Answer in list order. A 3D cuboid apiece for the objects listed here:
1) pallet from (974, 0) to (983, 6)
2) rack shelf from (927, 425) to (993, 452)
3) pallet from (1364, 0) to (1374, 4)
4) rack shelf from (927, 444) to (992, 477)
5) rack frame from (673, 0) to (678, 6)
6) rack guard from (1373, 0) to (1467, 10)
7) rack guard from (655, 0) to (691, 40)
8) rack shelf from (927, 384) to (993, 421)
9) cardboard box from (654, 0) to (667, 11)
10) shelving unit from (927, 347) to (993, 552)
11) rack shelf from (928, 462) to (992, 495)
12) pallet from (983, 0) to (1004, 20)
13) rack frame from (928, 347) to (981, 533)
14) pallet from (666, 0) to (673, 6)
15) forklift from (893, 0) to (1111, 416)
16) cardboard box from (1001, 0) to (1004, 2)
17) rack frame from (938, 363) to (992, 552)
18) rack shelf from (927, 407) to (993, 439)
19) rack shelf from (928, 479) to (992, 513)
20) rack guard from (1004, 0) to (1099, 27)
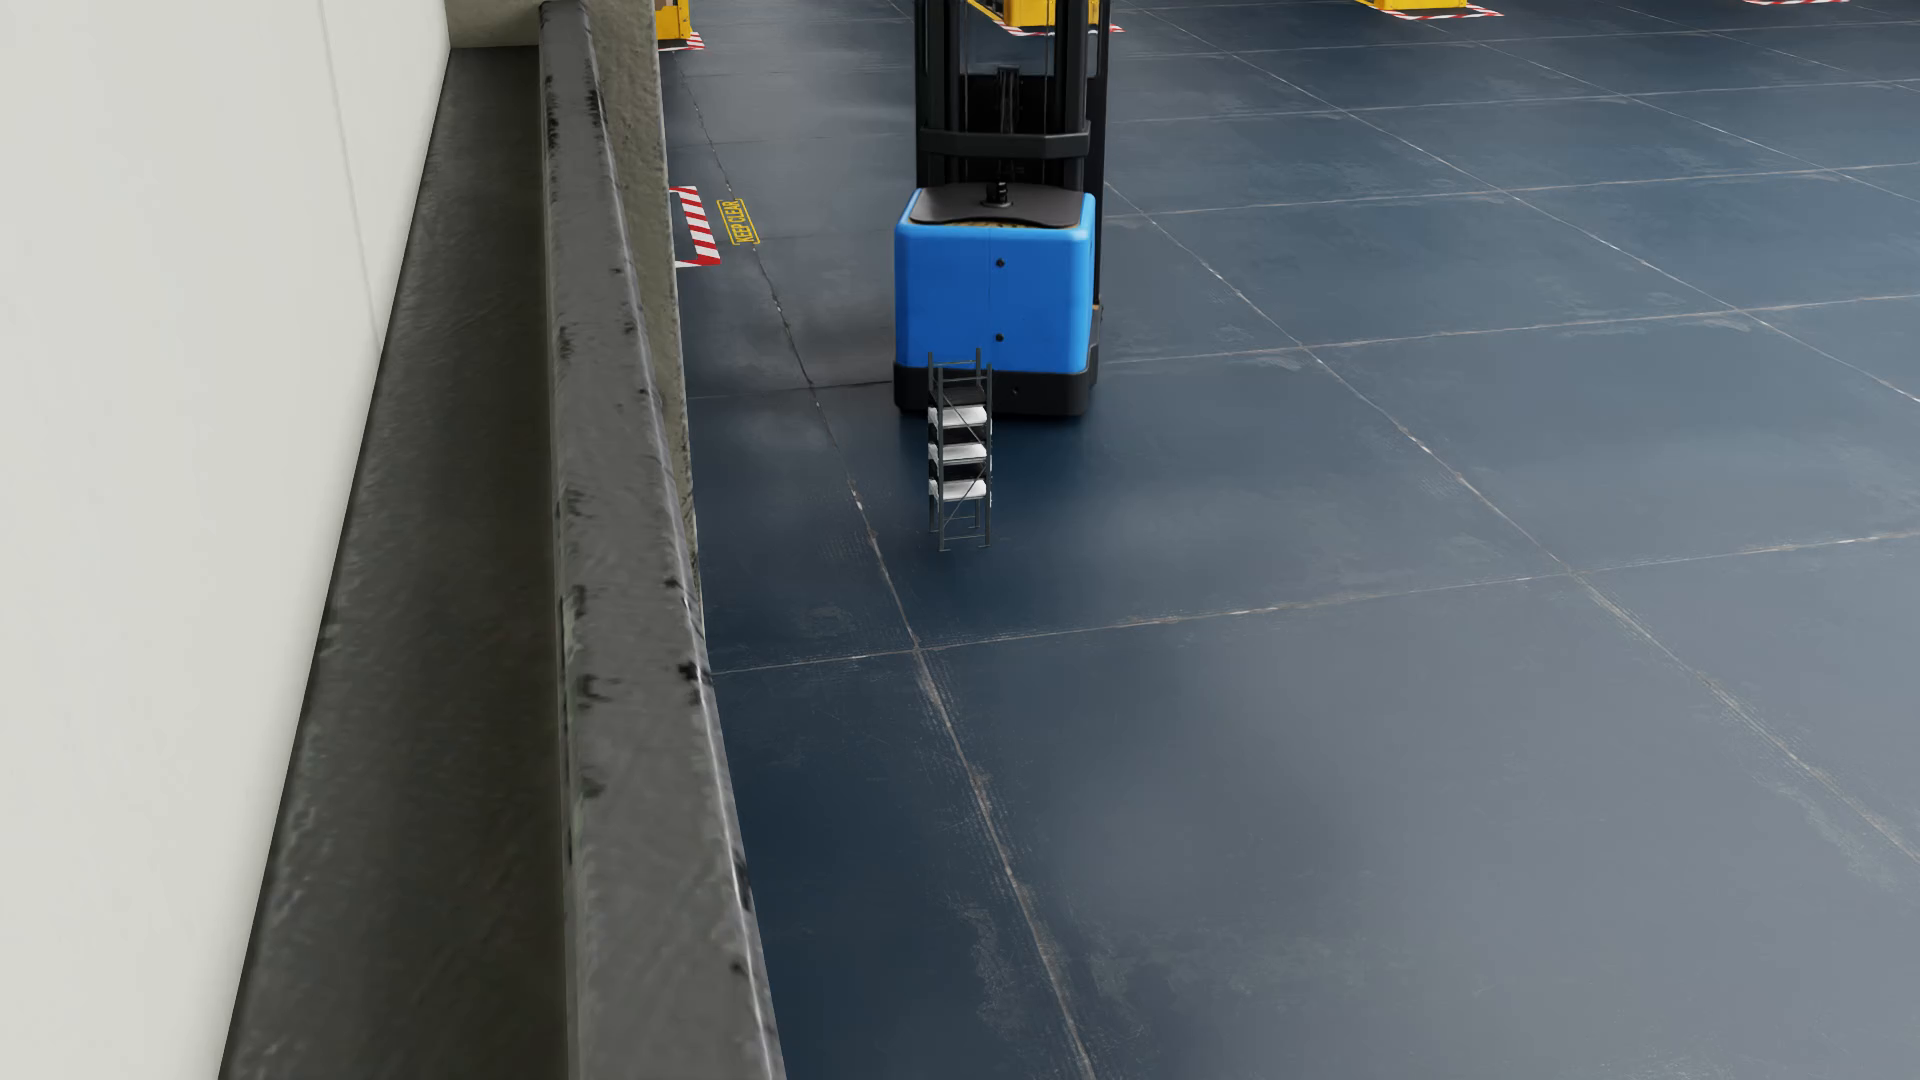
[{"bbox_3d":[0.635,-7.258,21.895,1.003,0.211,1.213,-6,27,-12],"label":"pallet"},{"bbox_3d":[-0.002,-0.456,7.529,0.258,0.077,0.200,-6,27,-12],"label":"rack shelf"},{"bbox_3d":[5.706,-7.279,21.937,1.003,0.211,1.213,-6,27,-12],"label":"pallet"},{"bbox_3d":[-0.002,-0.376,7.569,0.258,0.077,0.200,-6,27,-12],"label":"rack shelf"},{"bbox_3d":[-3.706,-7.132,18.551,1.000,3.000,0.127,-6,27,-12],"label":"rack frame"},{"bbox_3d":[5.884,-7.051,21.164,1.175,0.500,0.348,-6,27,-12],"label":"rack guard"},{"bbox_3d":[-3.723,-6.049,19.181,1.175,0.500,0.348,-6,27,-12],"label":"rack guard"},{"bbox_3d":[-0.002,-0.617,7.448,0.258,0.077,0.200,-6,27,-12],"label":"rack shelf"},{"bbox_3d":[-3.774,-6.441,19.678,0.500,0.311,0.500,-9,28,-17],"label":"cardboard box"},{"bbox_3d":[-0.002,-0.405,7.554,0.258,0.900,0.210,-6,27,-12],"label":"shelving unit"},{"bbox_3d":[-0.002,-0.295,7.610,0.258,0.077,0.200,-6,27,-12],"label":"rack shelf"},{"bbox_3d":[0.907,-6.723,20.836,1.003,0.211,1.213,-6,27,-12],"label":"pallet"},{"bbox_3d":[-0.025,-0.450,7.643,0.240,0.900,0.006,-6,27,-12],"label":"rack frame"},{"bbox_3d":[-3.871,-6.281,19.959,1.003,0.211,1.213,-6,27,-12],"label":"pallet"},{"bbox_3d":[0.317,-2.606,9.660,1.130,2.935,3.031,3,27,6],"label":"forklift"},{"bbox_3d":[0.711,-6.802,20.483,0.500,0.250,0.500,-6,27,-12],"label":"cardboard box"},{"bbox_3d":[0.021,-0.361,7.466,0.240,0.900,0.006,-6,27,-12],"label":"rack frame"},{"bbox_3d":[-0.002,-0.536,7.488,0.258,0.077,0.200,-6,27,-12],"label":"rack shelf"},{"bbox_3d":[-0.002,-0.215,7.650,0.258,0.077,0.200,-6,27,-12],"label":"rack shelf"},{"bbox_3d":[1.125,-6.510,20.093,1.175,0.500,0.348,-6,27,-12],"label":"rack guard"}]
